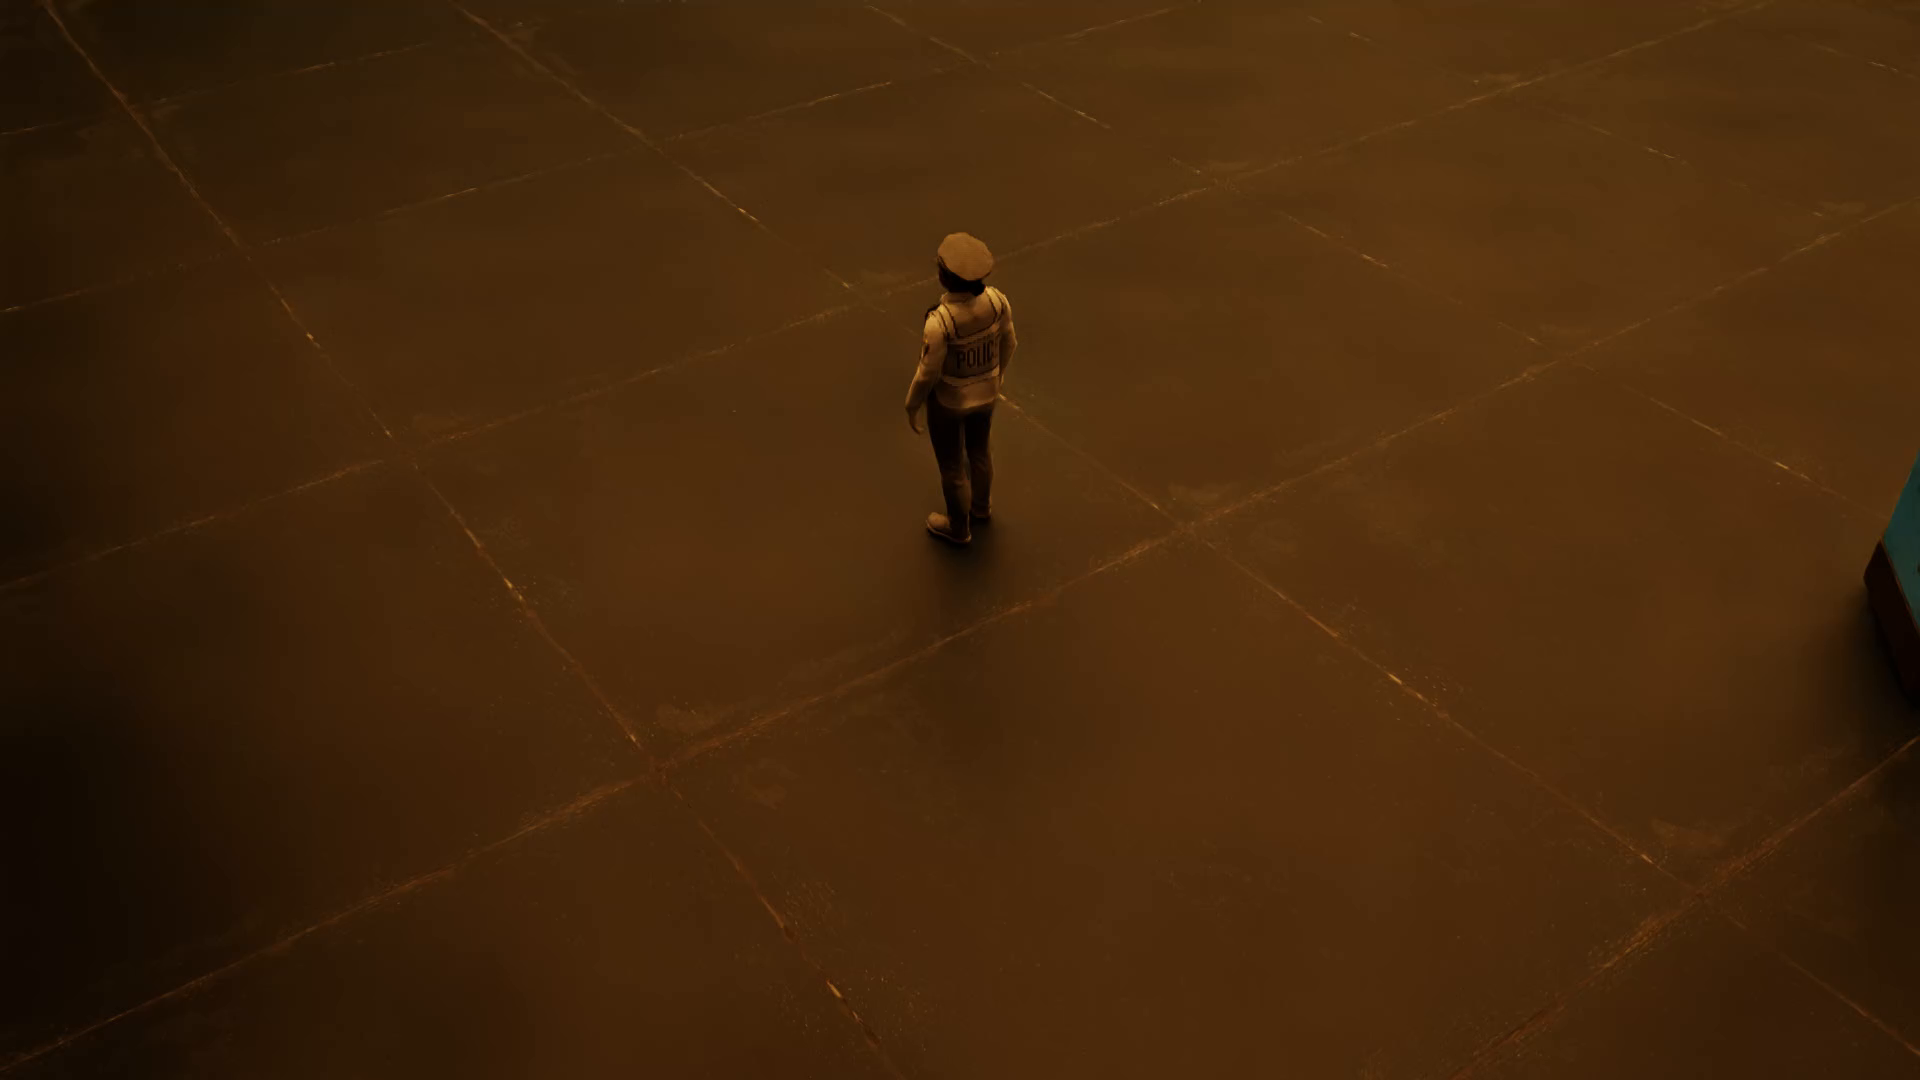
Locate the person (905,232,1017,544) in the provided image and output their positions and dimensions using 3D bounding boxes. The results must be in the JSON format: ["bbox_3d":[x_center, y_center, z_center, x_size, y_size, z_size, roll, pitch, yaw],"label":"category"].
[{"bbox_3d":[-0.033,-0.723,7.950,0.586,1.695,0.533,-23,42,-28],"label":"person"}]

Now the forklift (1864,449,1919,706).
[{"bbox_3d":[5.763,-0.500,6.621,3.031,2.935,1.130,7,37,9],"label":"forklift"}]
